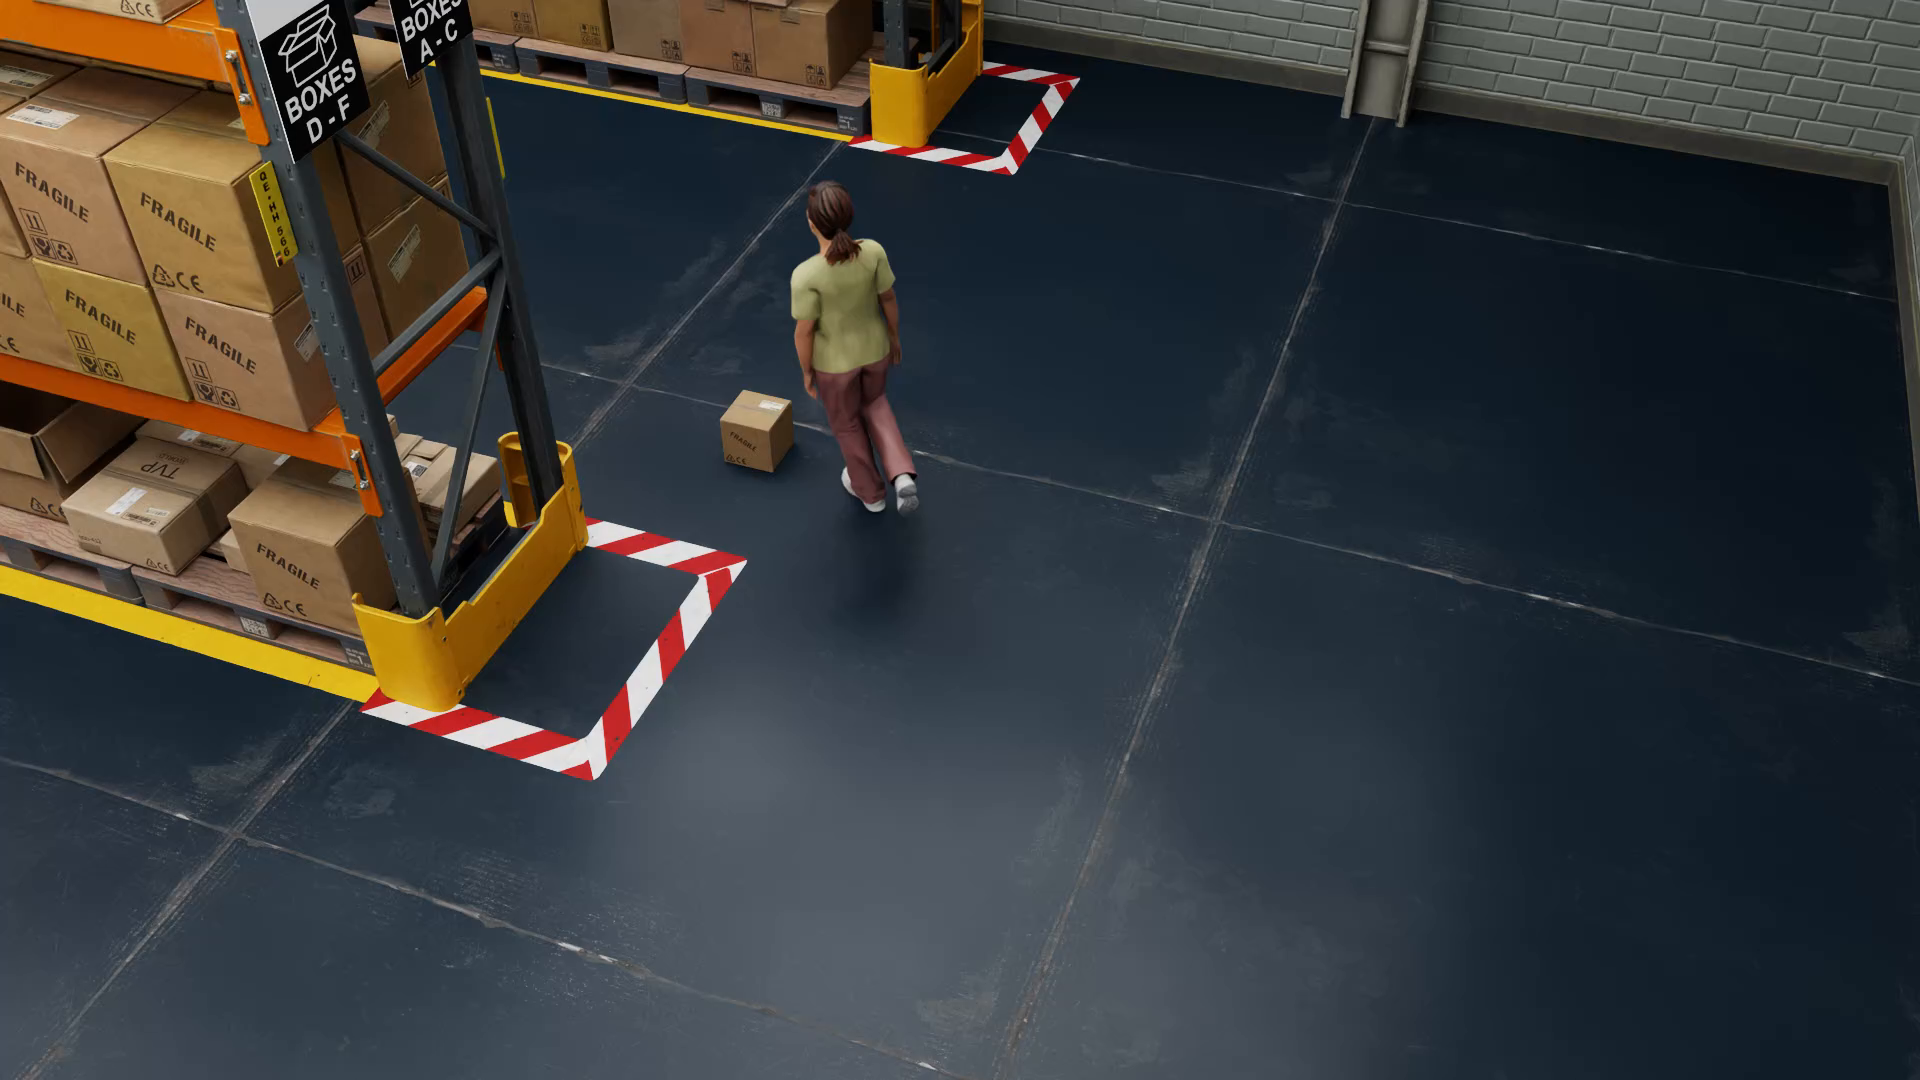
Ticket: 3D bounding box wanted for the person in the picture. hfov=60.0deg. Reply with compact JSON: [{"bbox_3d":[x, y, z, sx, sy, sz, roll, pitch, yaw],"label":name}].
[{"bbox_3d":[-0.450,-0.737,6.965,0.507,1.662,0.544,-21,46,-22],"label":"person"}]
